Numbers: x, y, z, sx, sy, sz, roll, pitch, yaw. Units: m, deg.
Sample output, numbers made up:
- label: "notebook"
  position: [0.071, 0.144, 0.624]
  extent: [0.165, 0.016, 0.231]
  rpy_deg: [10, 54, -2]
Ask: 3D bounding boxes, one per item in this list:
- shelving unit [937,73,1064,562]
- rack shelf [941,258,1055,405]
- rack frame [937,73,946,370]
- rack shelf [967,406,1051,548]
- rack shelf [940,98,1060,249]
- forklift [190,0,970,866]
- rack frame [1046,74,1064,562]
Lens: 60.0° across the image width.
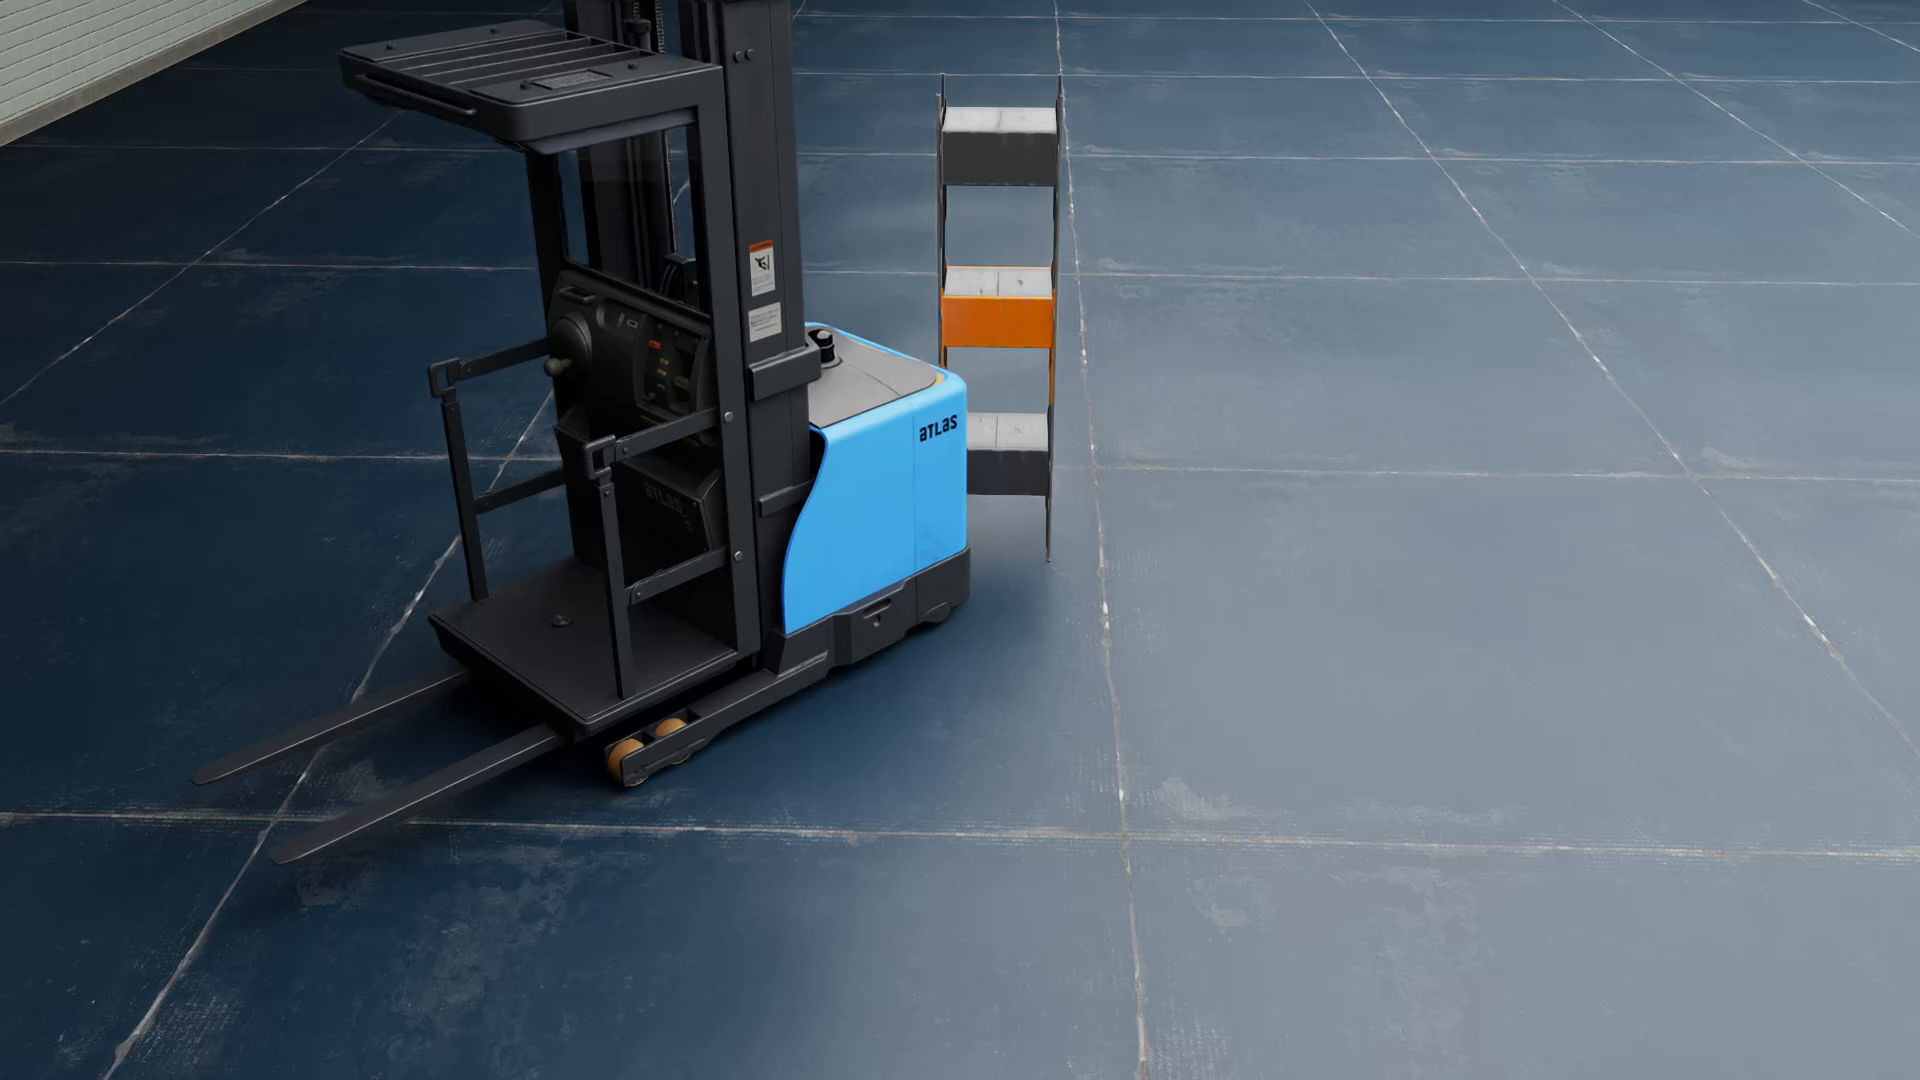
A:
- label: "shelving unit"
  position: [0.165, -0.925, 7.253]
  extent: [0.503, 2.100, 0.431]
  rpy_deg: [1, 28, 2]
- label: "rack shelf"
  position: [0.165, -0.913, 7.259]
  extent: [0.480, 0.518, 0.431]
  rpy_deg: [1, 28, 2]
- label: "rack frame"
  position: [-0.078, -0.929, 7.261]
  extent: [0.015, 2.100, 0.400]
  rpy_deg: [1, 28, 2]
- label: "rack shelf"
  position: [0.165, -0.294, 7.587]
  extent: [0.480, 0.518, 0.431]
  rpy_deg: [1, 28, 2]
- label: "rack shelf"
  position: [0.165, -1.531, 6.932]
  extent: [0.480, 0.518, 0.431]
  rpy_deg: [1, 28, 2]
- label: "forklift"
  position: [-1.352, -0.672, 5.888]
  extent: [1.130, 2.935, 3.031]
  rpy_deg: [25, 37, 38]
- label: "rack frame"
  position: [0.409, -0.921, 7.245]
  extent: [0.015, 2.100, 0.400]
  rpy_deg: [1, 28, 2]
